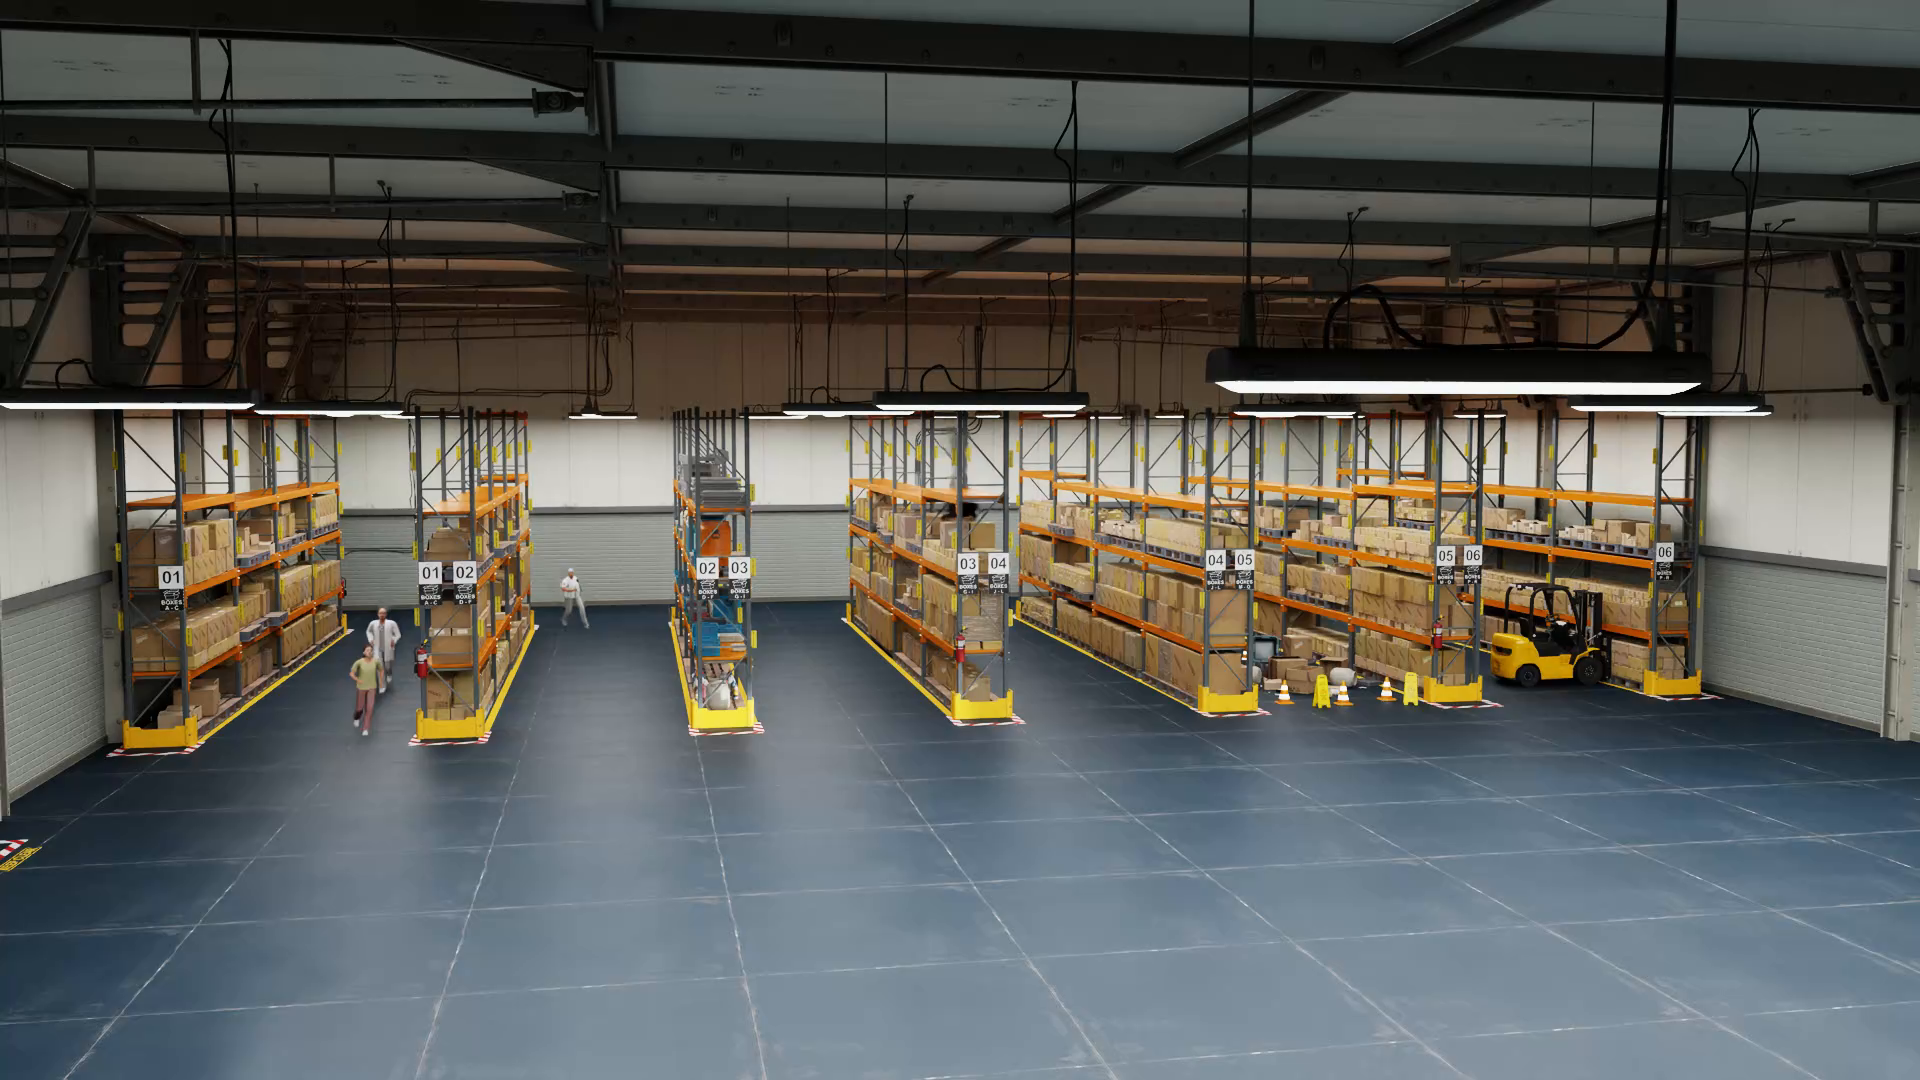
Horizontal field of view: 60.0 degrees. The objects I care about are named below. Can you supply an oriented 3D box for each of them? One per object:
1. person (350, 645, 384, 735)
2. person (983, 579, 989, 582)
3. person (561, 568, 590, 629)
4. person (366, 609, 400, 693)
[{"bbox_3d":[-10.877,2.737,30.551,0.620,1.628,0.801,-2,5,-30],"label":"person"},{"bbox_3d":[0.678,1.463,48.821,0.693,1.590,0.947,2,4,25],"label":"person"},{"bbox_3d":[-10.777,1.617,46.217,0.631,1.666,0.942,-4,5,-42],"label":"person"},{"bbox_3d":[-12.309,2.338,35.473,0.711,1.765,0.880,-1,4,-11],"label":"person"}]
